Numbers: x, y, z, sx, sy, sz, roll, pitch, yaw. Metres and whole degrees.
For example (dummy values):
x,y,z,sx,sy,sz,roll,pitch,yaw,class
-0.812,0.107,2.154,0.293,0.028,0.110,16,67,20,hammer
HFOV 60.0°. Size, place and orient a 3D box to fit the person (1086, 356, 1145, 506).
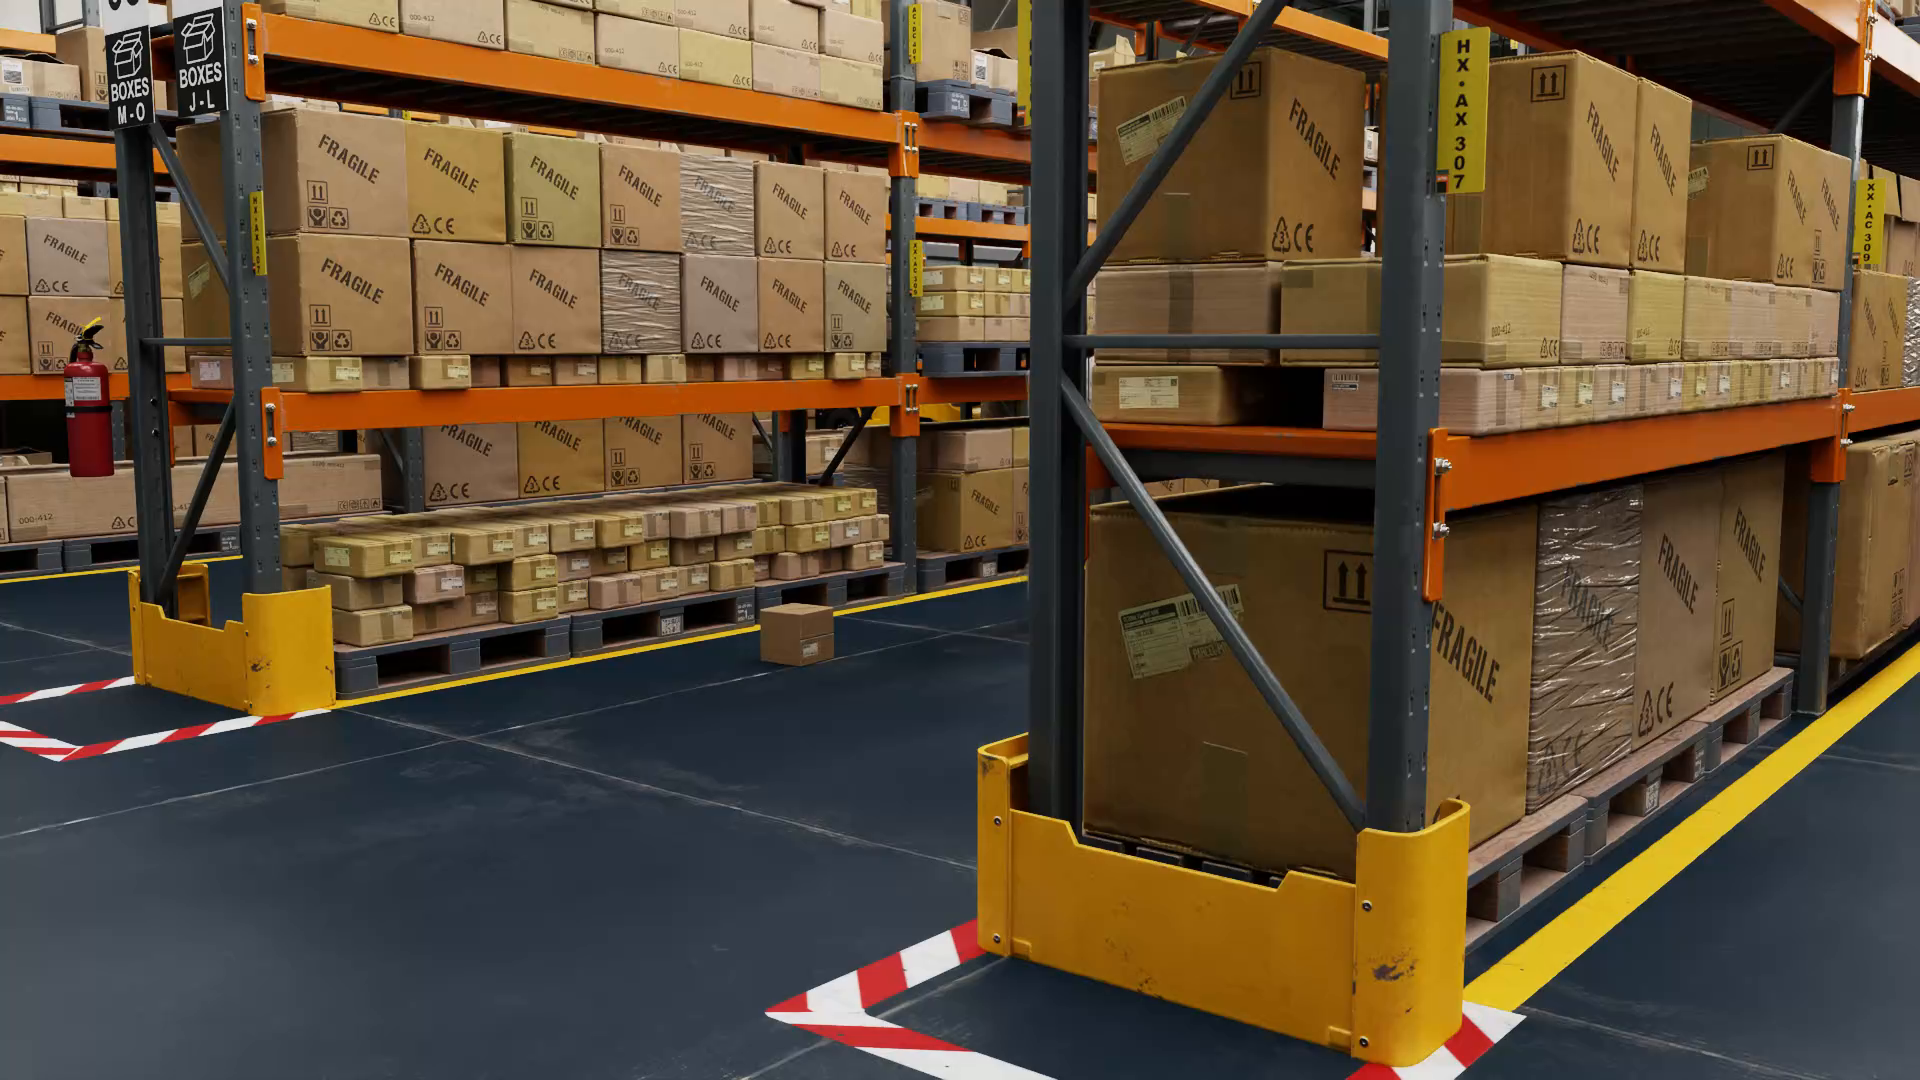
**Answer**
x,y,z,sx,sy,sz,roll,pitch,yaw,class
0.805,-0.435,9.126,0.459,1.677,0.487,5,8,37,person
